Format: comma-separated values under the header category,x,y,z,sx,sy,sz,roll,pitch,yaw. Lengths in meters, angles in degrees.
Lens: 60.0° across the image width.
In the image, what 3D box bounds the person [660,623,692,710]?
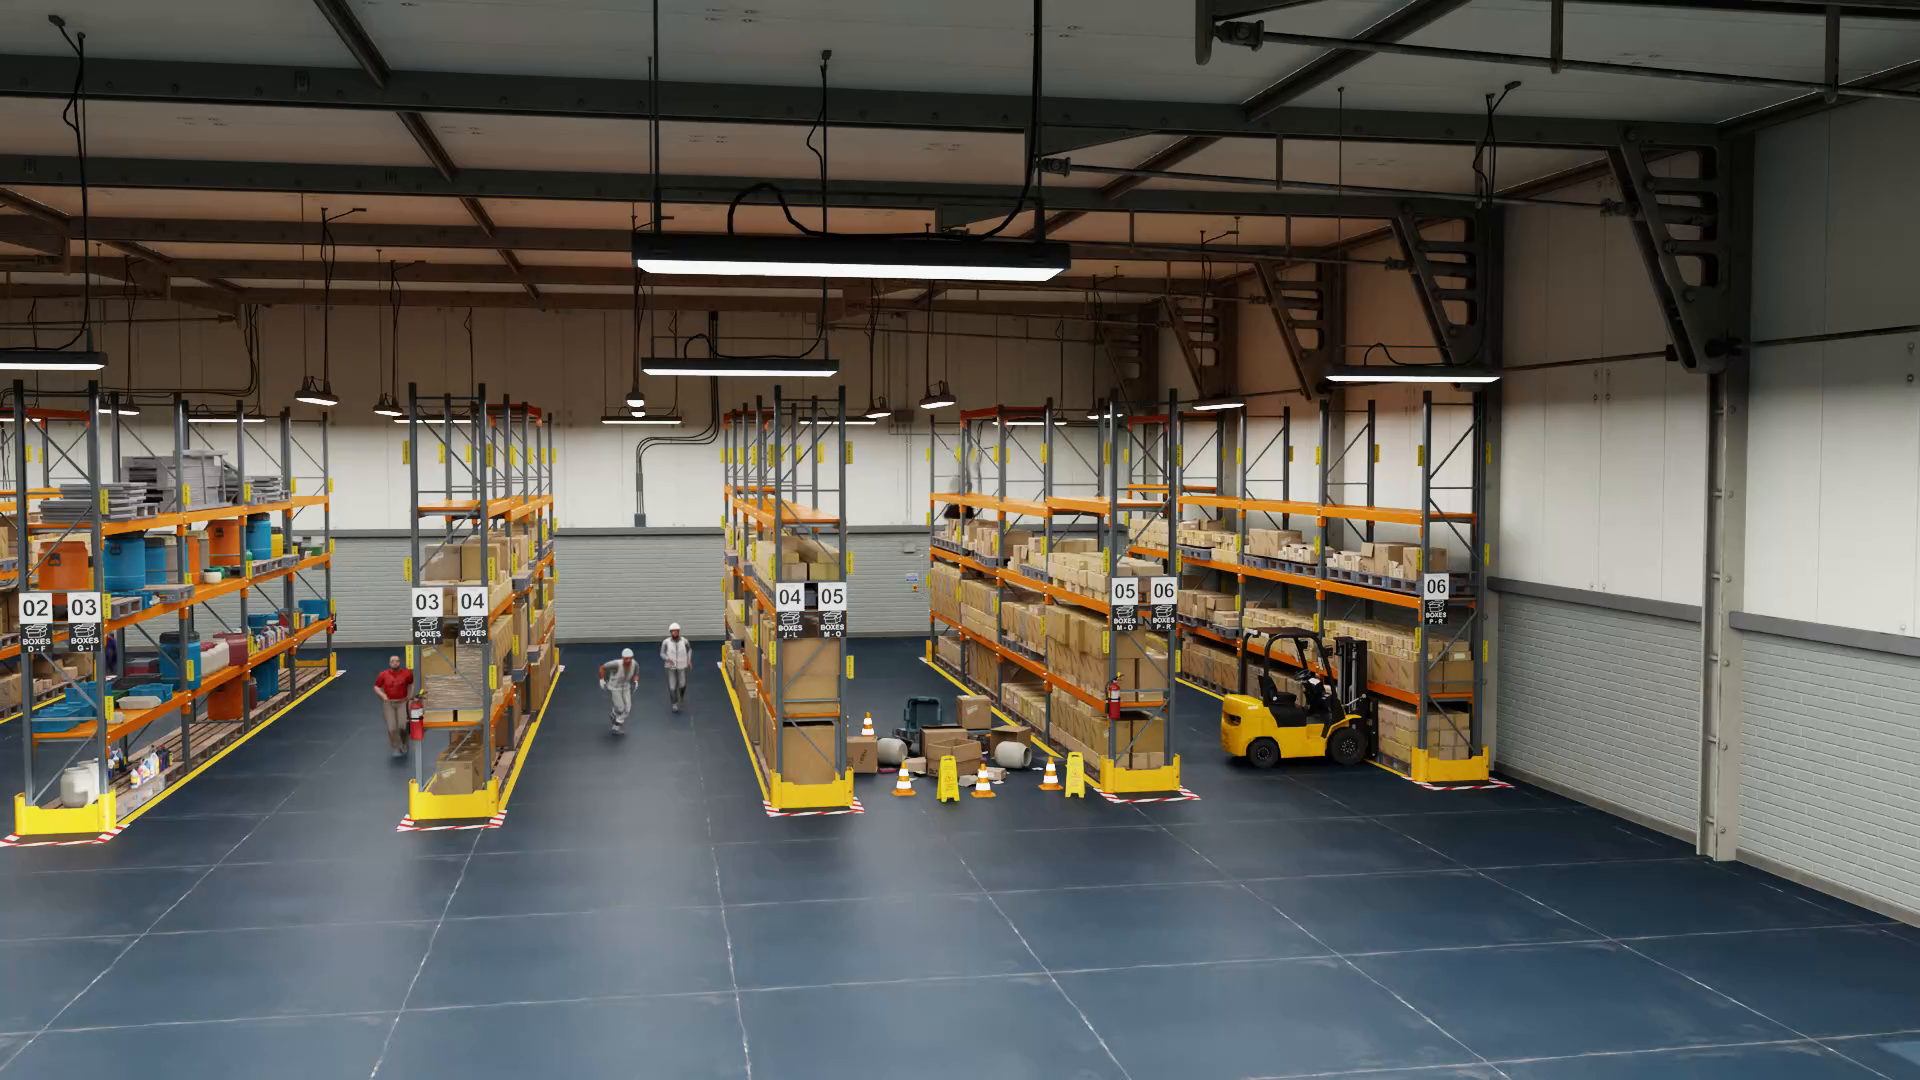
category,x,y,z,sx,sy,sz,roll,pitch,yaw
person,-5.540,2.486,32.523,0.640,1.726,0.662,-1,3,-15

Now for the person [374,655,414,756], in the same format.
category,x,y,z,sx,sy,sz,roll,pitch,yaw
person,-9.367,2.756,27.585,0.660,1.693,0.582,-1,3,-17

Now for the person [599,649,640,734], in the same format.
category,x,y,z,sx,sy,sz,roll,pitch,yaw
person,-6.070,2.709,29.667,0.693,1.590,0.828,-2,4,-36

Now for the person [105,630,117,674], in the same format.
category,x,y,z,sx,sy,sz,roll,pitch,yaw
person,-19.431,2.271,37.919,0.604,1.618,0.623,1,3,11
